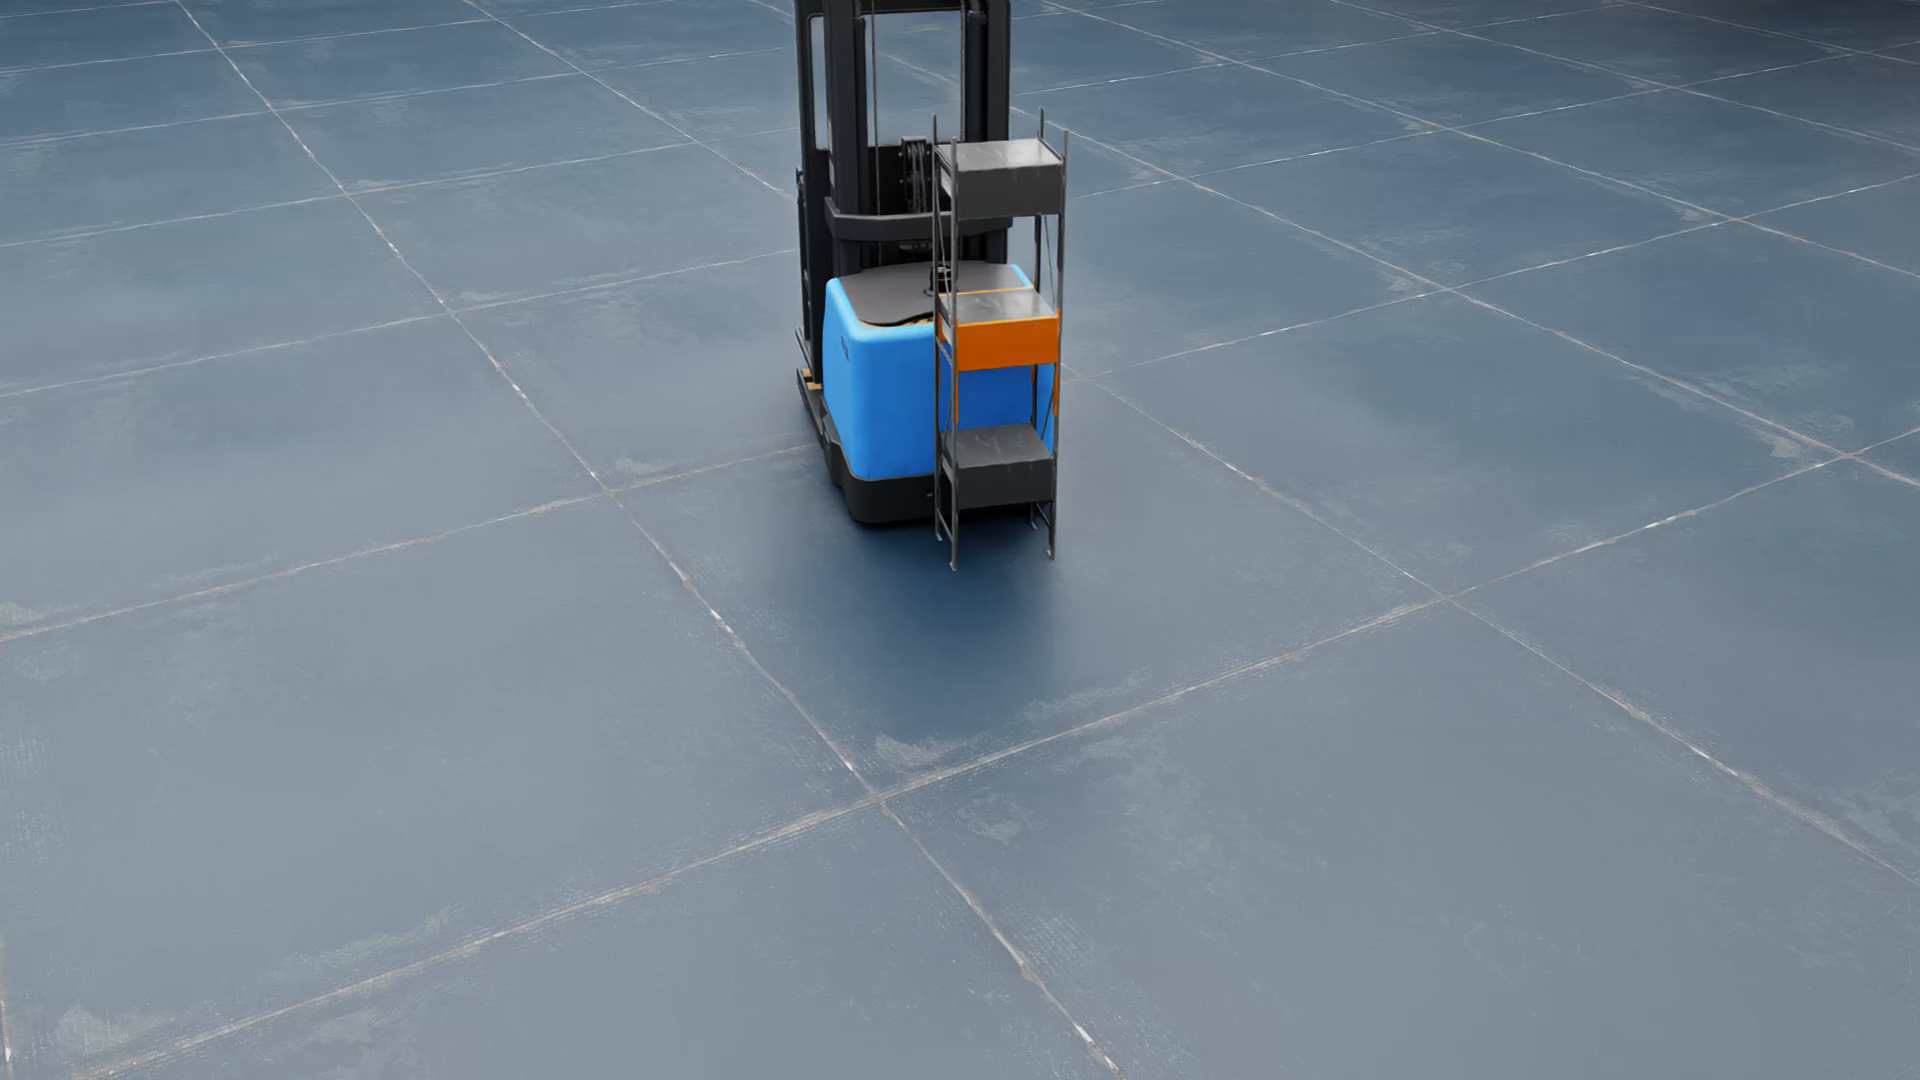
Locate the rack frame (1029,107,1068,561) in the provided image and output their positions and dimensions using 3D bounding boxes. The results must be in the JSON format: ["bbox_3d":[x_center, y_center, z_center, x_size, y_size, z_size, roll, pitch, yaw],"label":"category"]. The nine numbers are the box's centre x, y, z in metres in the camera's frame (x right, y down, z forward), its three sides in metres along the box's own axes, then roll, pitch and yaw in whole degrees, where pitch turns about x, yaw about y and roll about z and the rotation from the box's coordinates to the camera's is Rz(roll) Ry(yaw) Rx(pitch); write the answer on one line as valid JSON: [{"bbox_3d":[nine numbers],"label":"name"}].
[{"bbox_3d":[0.405,-0.912,7.730,0.015,2.100,0.400,-7,30,-12],"label":"rack frame"}]

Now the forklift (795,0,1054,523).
[{"bbox_3d":[-0.339,-2.062,8.953,1.130,2.935,3.031,-6,30,-11],"label":"forklift"}]

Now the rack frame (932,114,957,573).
[{"bbox_3d":[-0.069,-0.857,7.629,0.015,2.100,0.400,-7,30,-12],"label":"rack frame"}]

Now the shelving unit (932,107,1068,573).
[{"bbox_3d":[0.168,-0.885,7.680,0.503,2.100,0.431,-7,30,-12],"label":"shelving unit"}]

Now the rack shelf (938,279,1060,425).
[{"bbox_3d":[0.168,-0.873,7.686,0.480,0.518,0.431,-7,30,-12],"label":"rack shelf"}]

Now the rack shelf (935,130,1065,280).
[{"bbox_3d":[0.168,-1.485,7.348,0.480,0.518,0.431,-7,30,-12],"label":"rack shelf"}]

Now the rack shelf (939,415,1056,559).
[{"bbox_3d":[0.168,-0.260,8.024,0.480,0.518,0.431,-7,30,-12],"label":"rack shelf"}]
